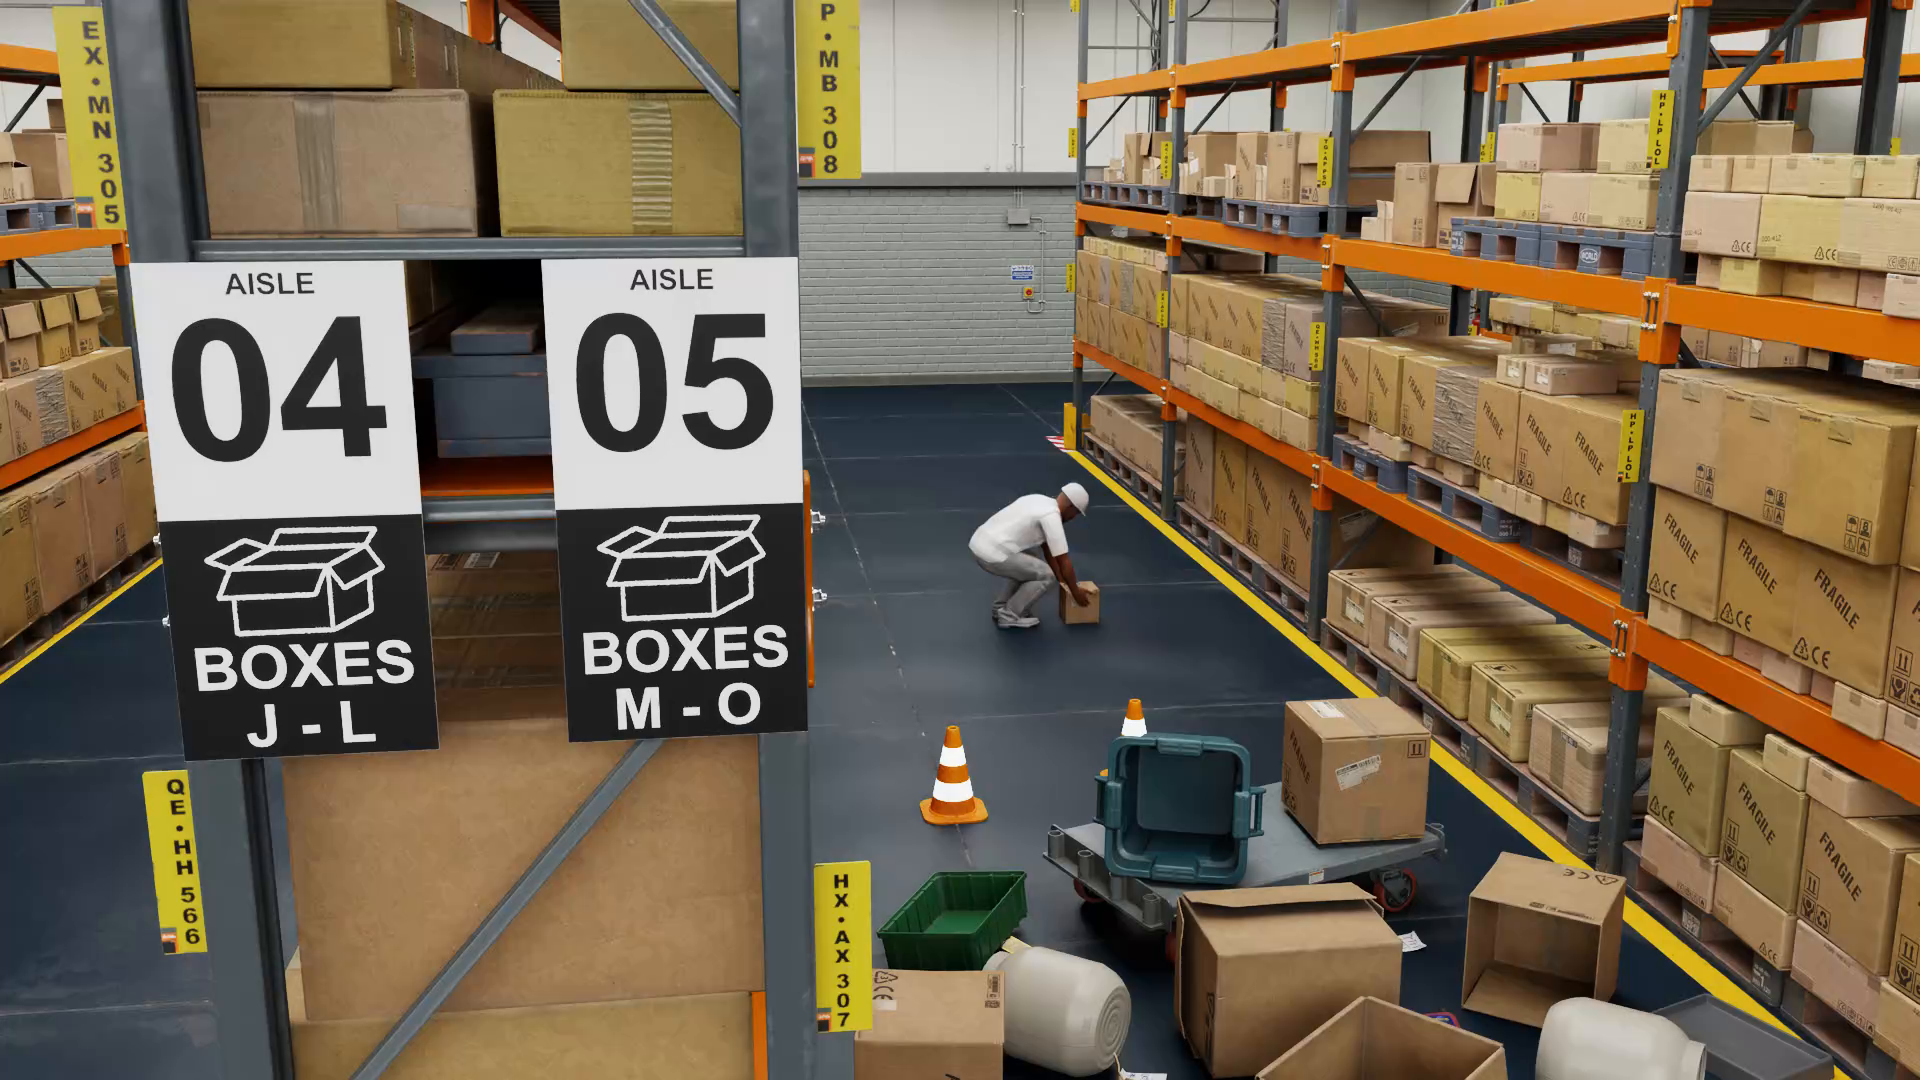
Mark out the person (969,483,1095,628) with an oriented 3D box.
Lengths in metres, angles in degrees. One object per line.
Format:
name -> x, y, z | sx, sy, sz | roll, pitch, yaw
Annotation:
person -> 0.508, 0.096, 12.190 | 0.888, 1.016, 0.589 | -2, 13, -8
